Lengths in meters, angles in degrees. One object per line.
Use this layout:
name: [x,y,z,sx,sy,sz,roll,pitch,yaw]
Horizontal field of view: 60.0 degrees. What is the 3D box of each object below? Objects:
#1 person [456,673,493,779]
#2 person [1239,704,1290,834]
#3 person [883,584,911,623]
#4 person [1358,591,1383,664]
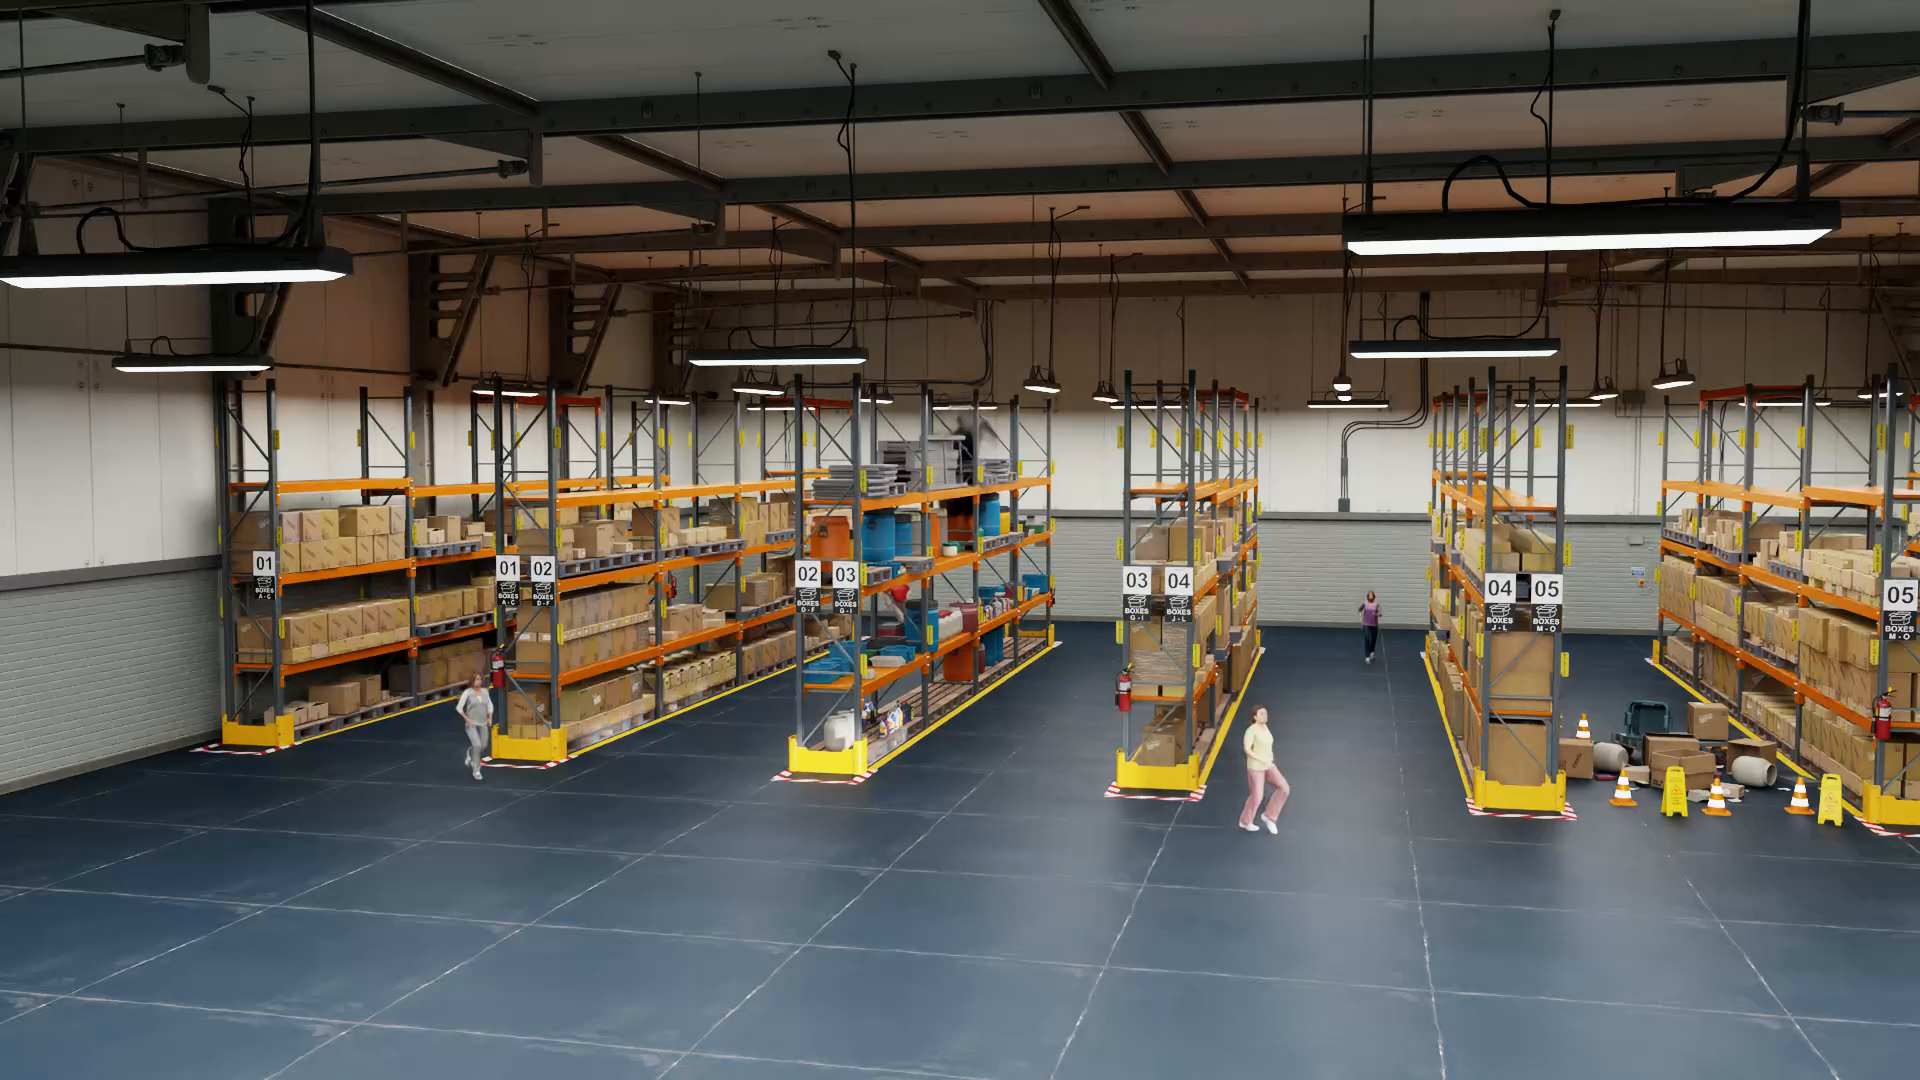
person: [-7.233,2.752,24.788,0.572,1.566,0.563,-3,5,-41]
person: [3.826,2.907,21.116,0.648,1.650,0.591,3,5,45]
person: [-1.510,1.663,41.500,0.712,1.734,0.831,-2,4,-26]
person: [9.223,1.938,37.384,0.531,1.599,0.873,1,3,10]
